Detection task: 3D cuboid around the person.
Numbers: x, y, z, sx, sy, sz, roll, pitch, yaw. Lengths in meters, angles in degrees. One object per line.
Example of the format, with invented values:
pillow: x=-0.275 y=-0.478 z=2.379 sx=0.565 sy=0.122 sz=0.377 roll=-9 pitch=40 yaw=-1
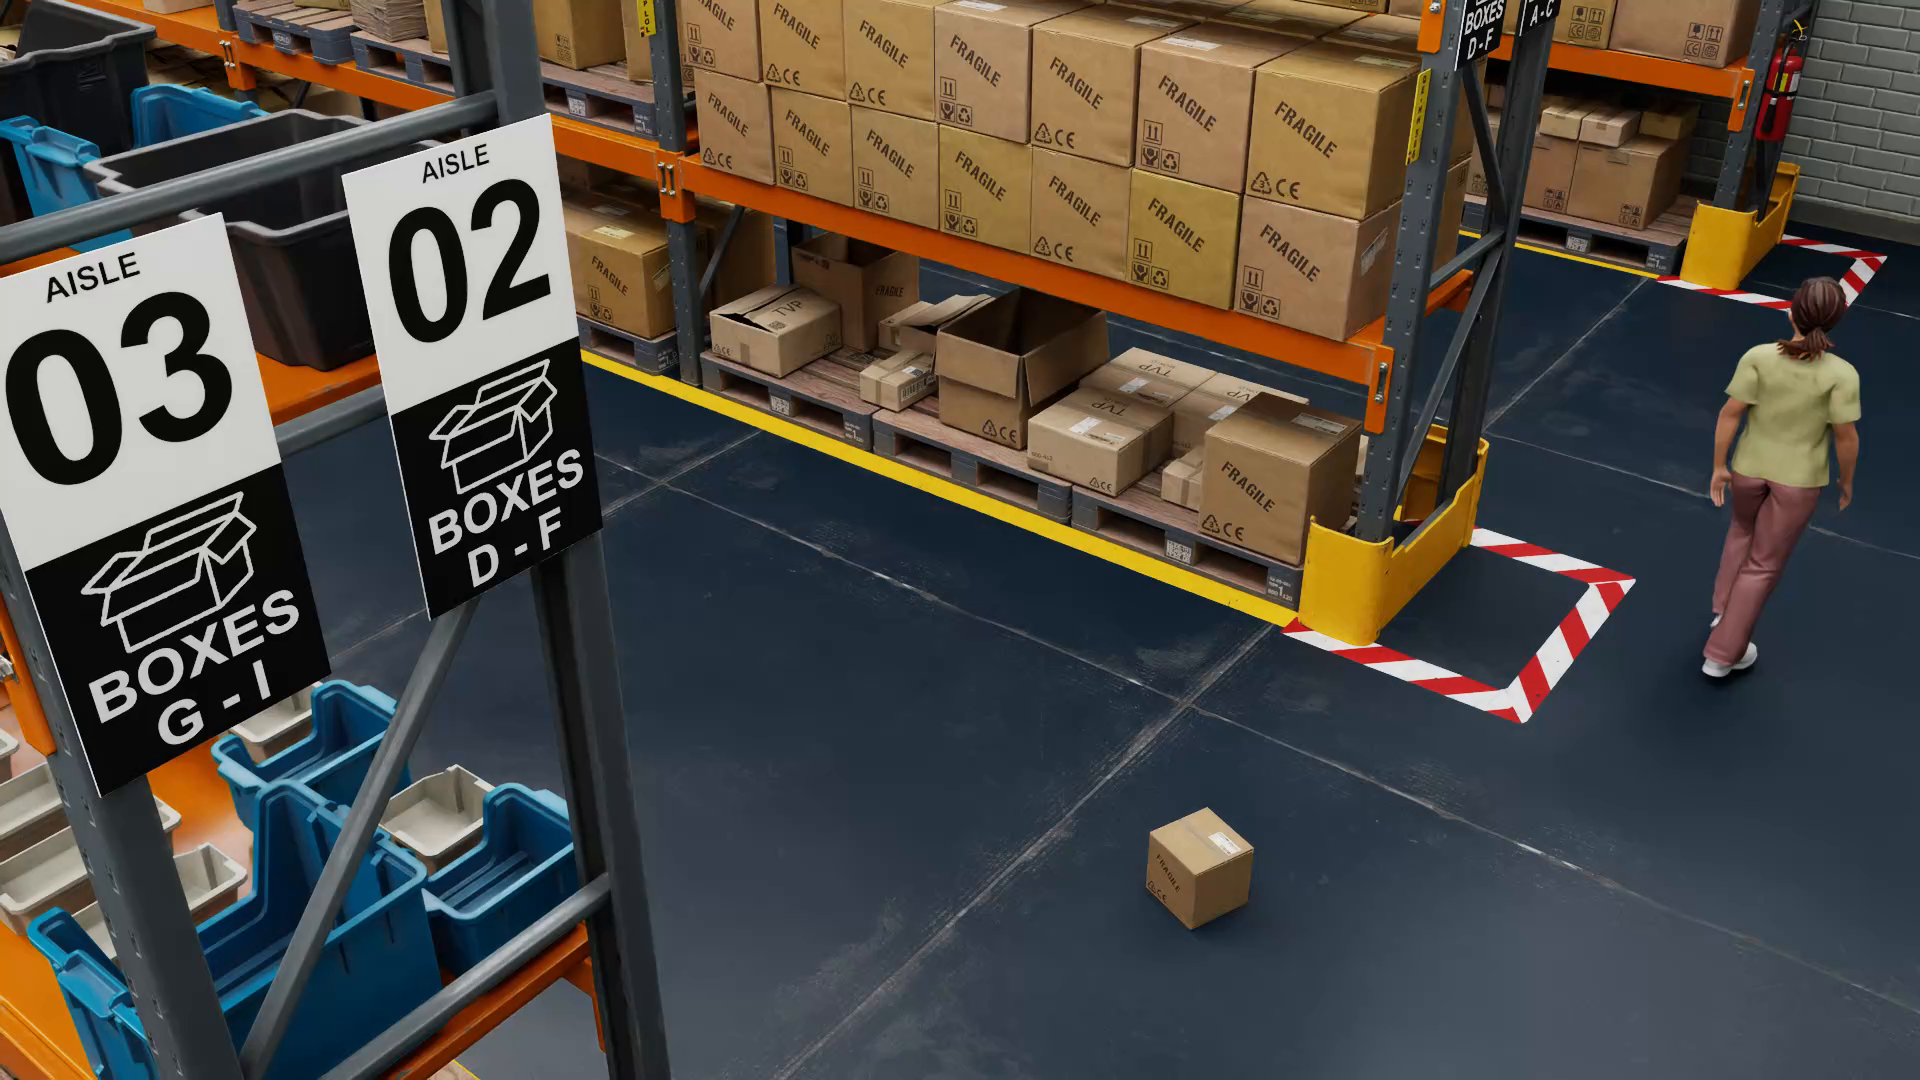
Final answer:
person: x=3.211 y=-0.209 z=6.524 sx=0.486 sy=1.709 sz=0.538 roll=27 pitch=40 yaw=37
